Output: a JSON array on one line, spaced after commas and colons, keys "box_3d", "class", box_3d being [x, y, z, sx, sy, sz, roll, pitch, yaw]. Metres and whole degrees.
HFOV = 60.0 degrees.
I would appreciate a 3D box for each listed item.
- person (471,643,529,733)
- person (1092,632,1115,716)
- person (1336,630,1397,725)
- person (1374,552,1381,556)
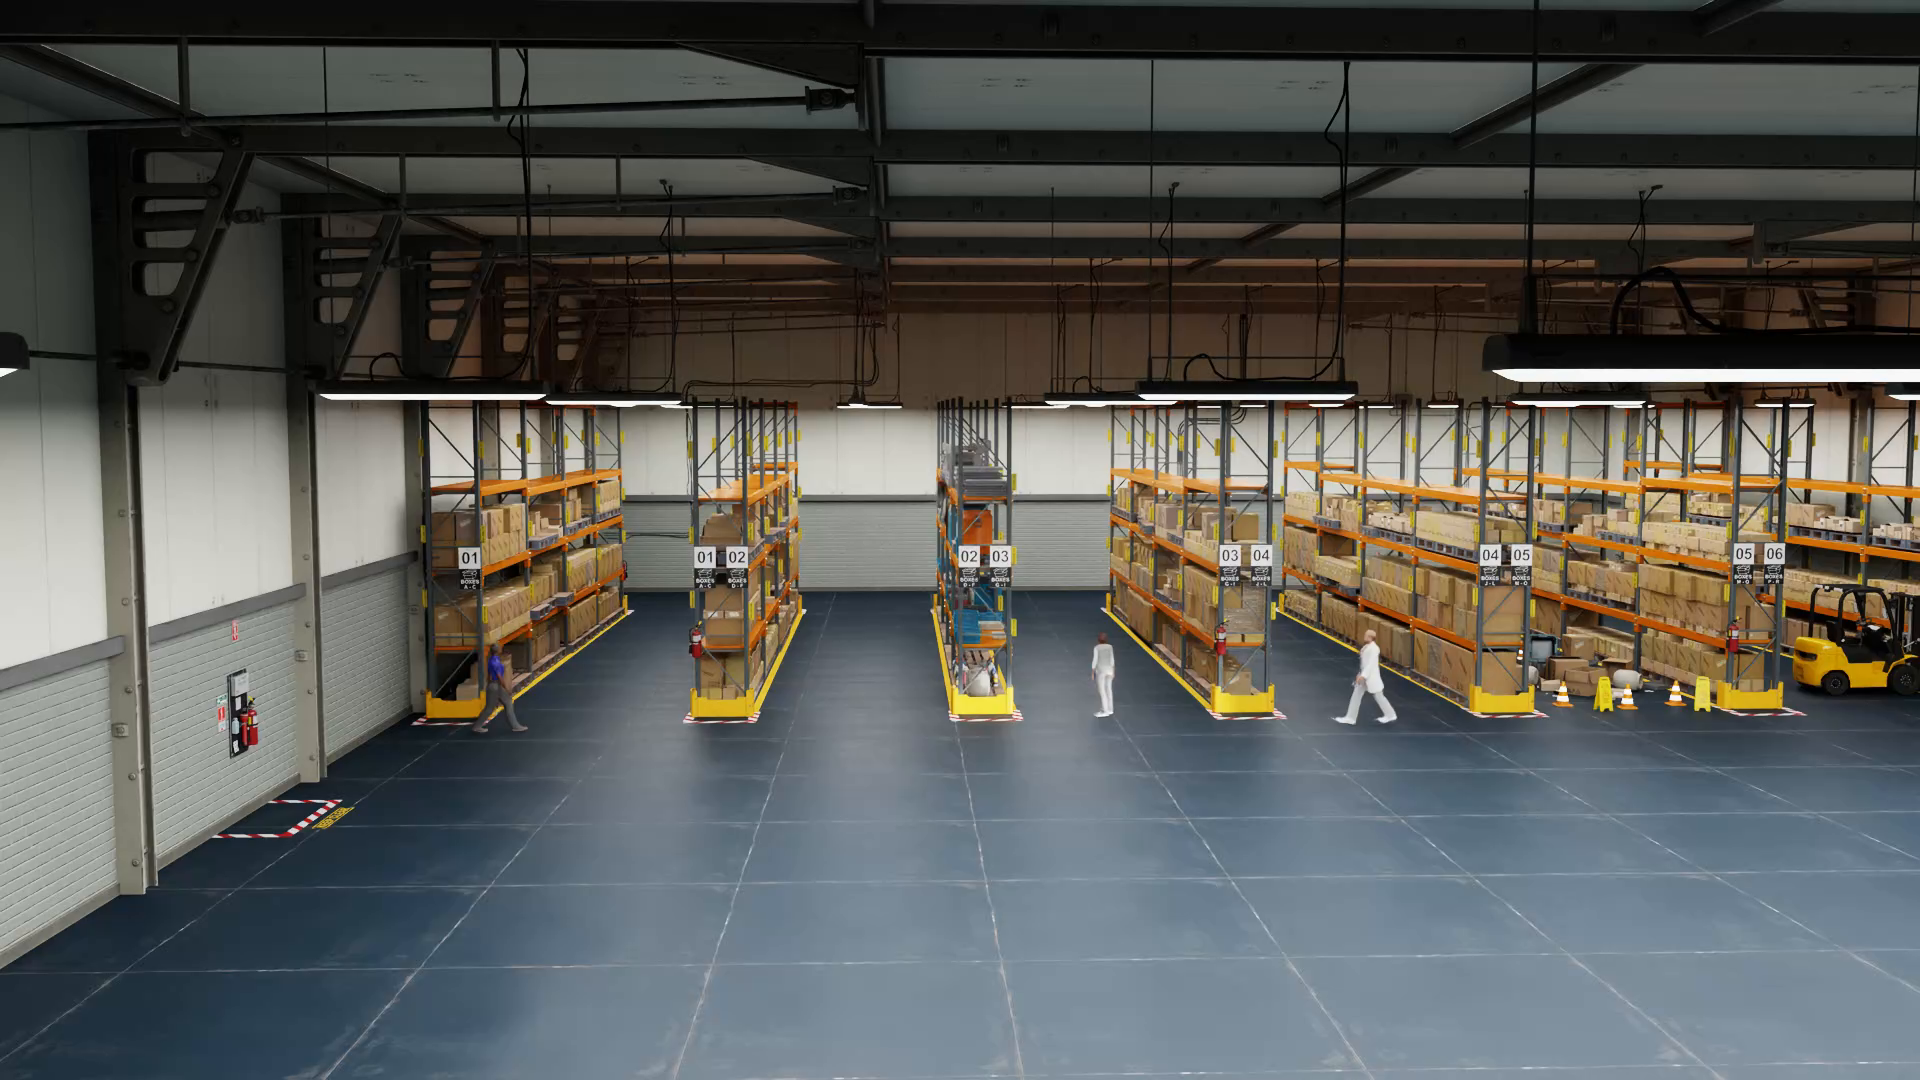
[{"box_3d": [-8.183, 2.623, 29.503, 0.973, 1.598, 0.447, 0, 4, -2], "class": "person"}, {"box_3d": [2.687, 2.513, 31.284, 0.454, 1.601, 0.397, -2, 5, -29], "class": "person"}, {"box_3d": [7.452, 2.508, 30.361, 1.099, 1.739, 0.521, -2, 5, -22], "class": "person"}, {"box_3d": [11.952, 1.180, 47.784, 1.065, 1.667, 0.670, 3, 5, 32], "class": "person"}]
